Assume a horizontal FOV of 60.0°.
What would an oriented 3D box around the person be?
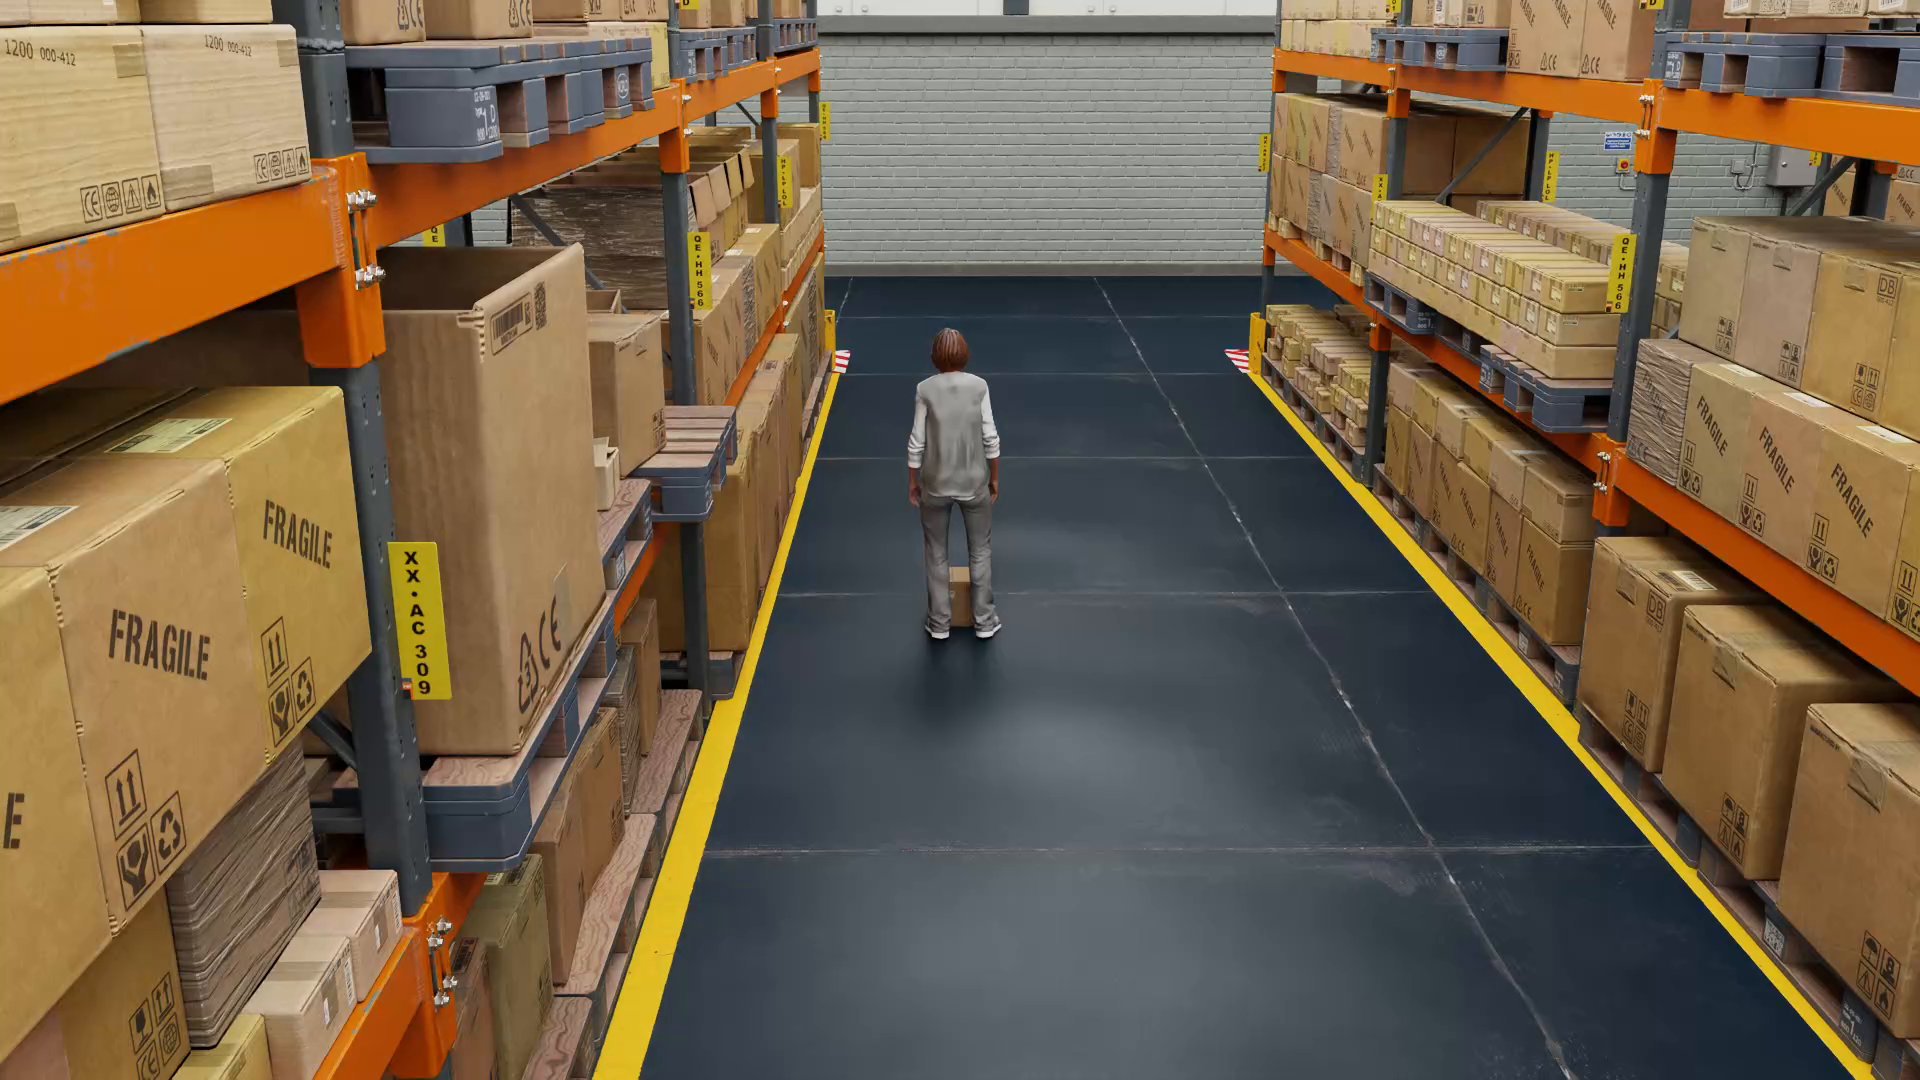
[{"bbox_3d":[-0.021,-0.270,8.427,0.477,1.593,0.347,-1,17,-2],"label":"person"}]
